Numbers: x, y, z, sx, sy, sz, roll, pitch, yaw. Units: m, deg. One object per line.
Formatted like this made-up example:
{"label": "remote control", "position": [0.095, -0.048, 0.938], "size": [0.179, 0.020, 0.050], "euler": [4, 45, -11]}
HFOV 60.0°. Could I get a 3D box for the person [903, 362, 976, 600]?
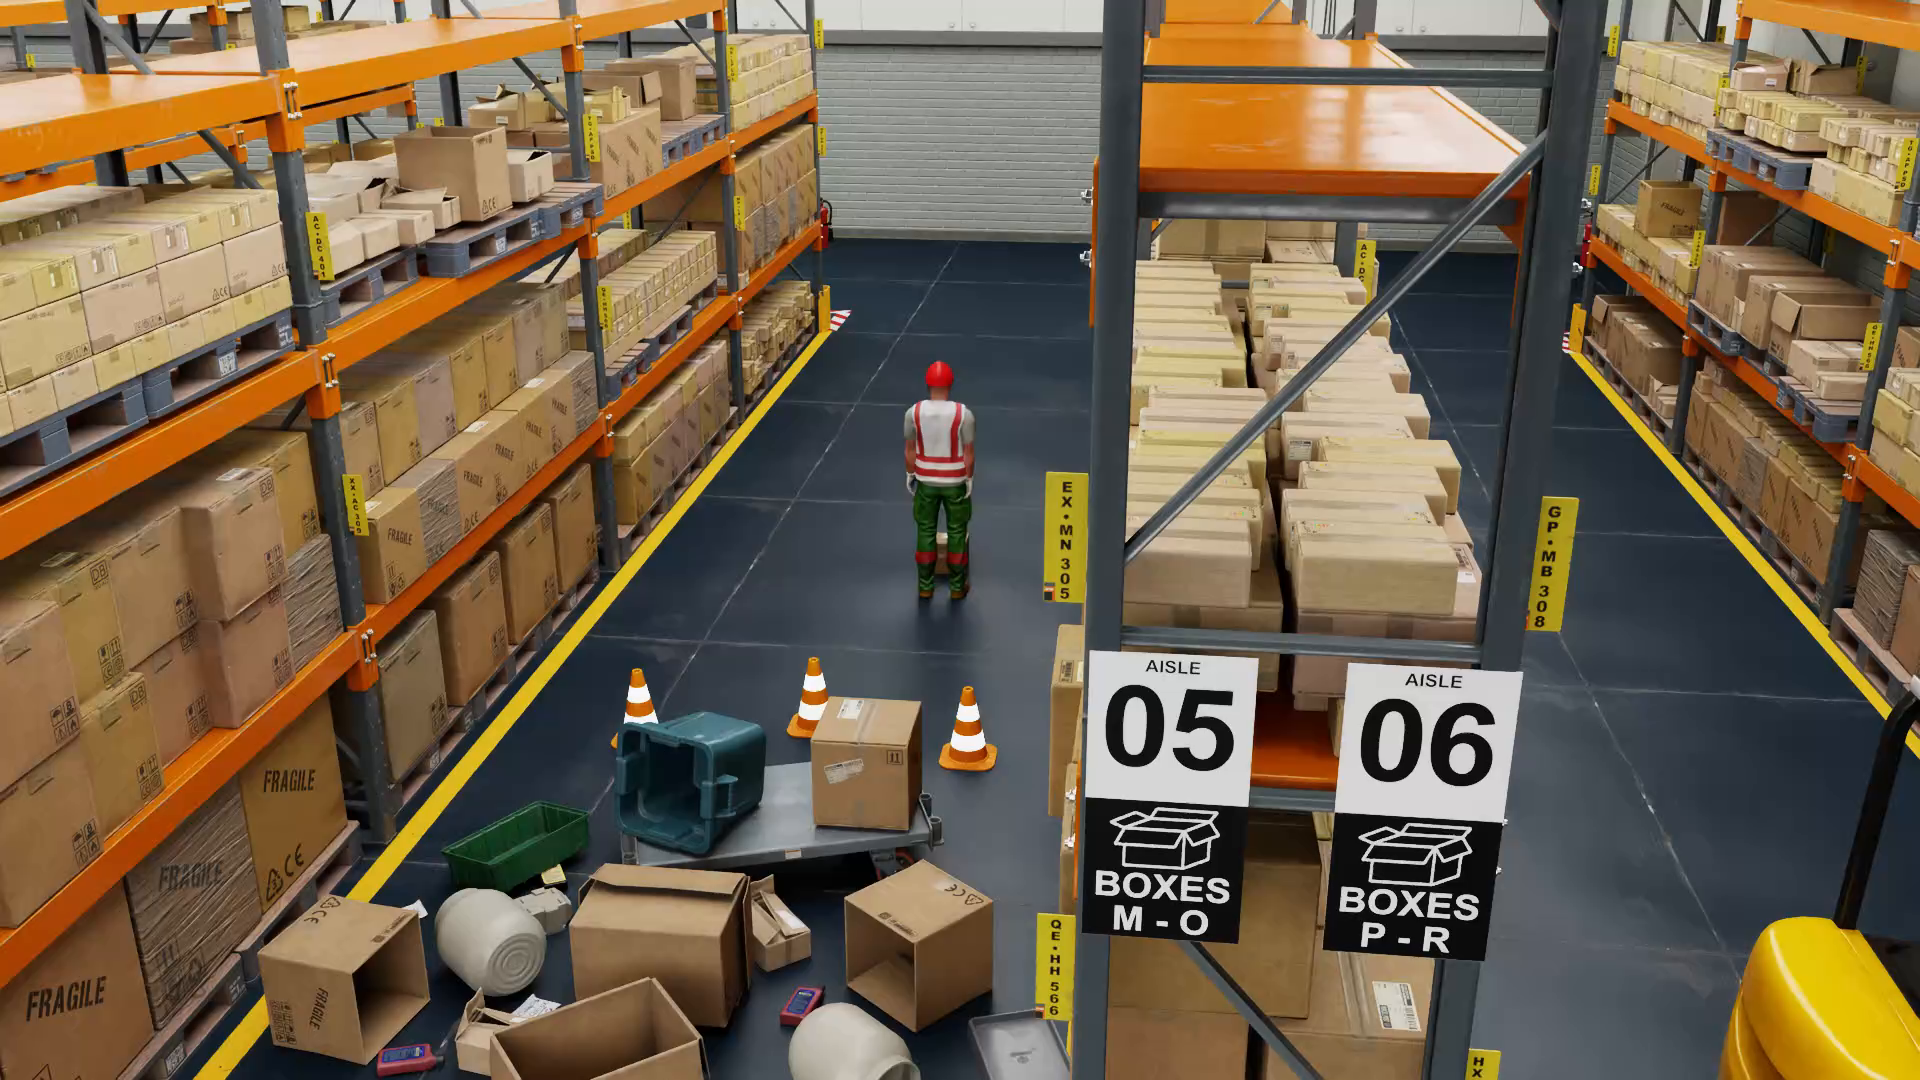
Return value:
{"label": "person", "position": [-0.143, -0.439, 12.198], "size": [0.525, 1.786, 0.339], "euler": [3, 21, 8]}
